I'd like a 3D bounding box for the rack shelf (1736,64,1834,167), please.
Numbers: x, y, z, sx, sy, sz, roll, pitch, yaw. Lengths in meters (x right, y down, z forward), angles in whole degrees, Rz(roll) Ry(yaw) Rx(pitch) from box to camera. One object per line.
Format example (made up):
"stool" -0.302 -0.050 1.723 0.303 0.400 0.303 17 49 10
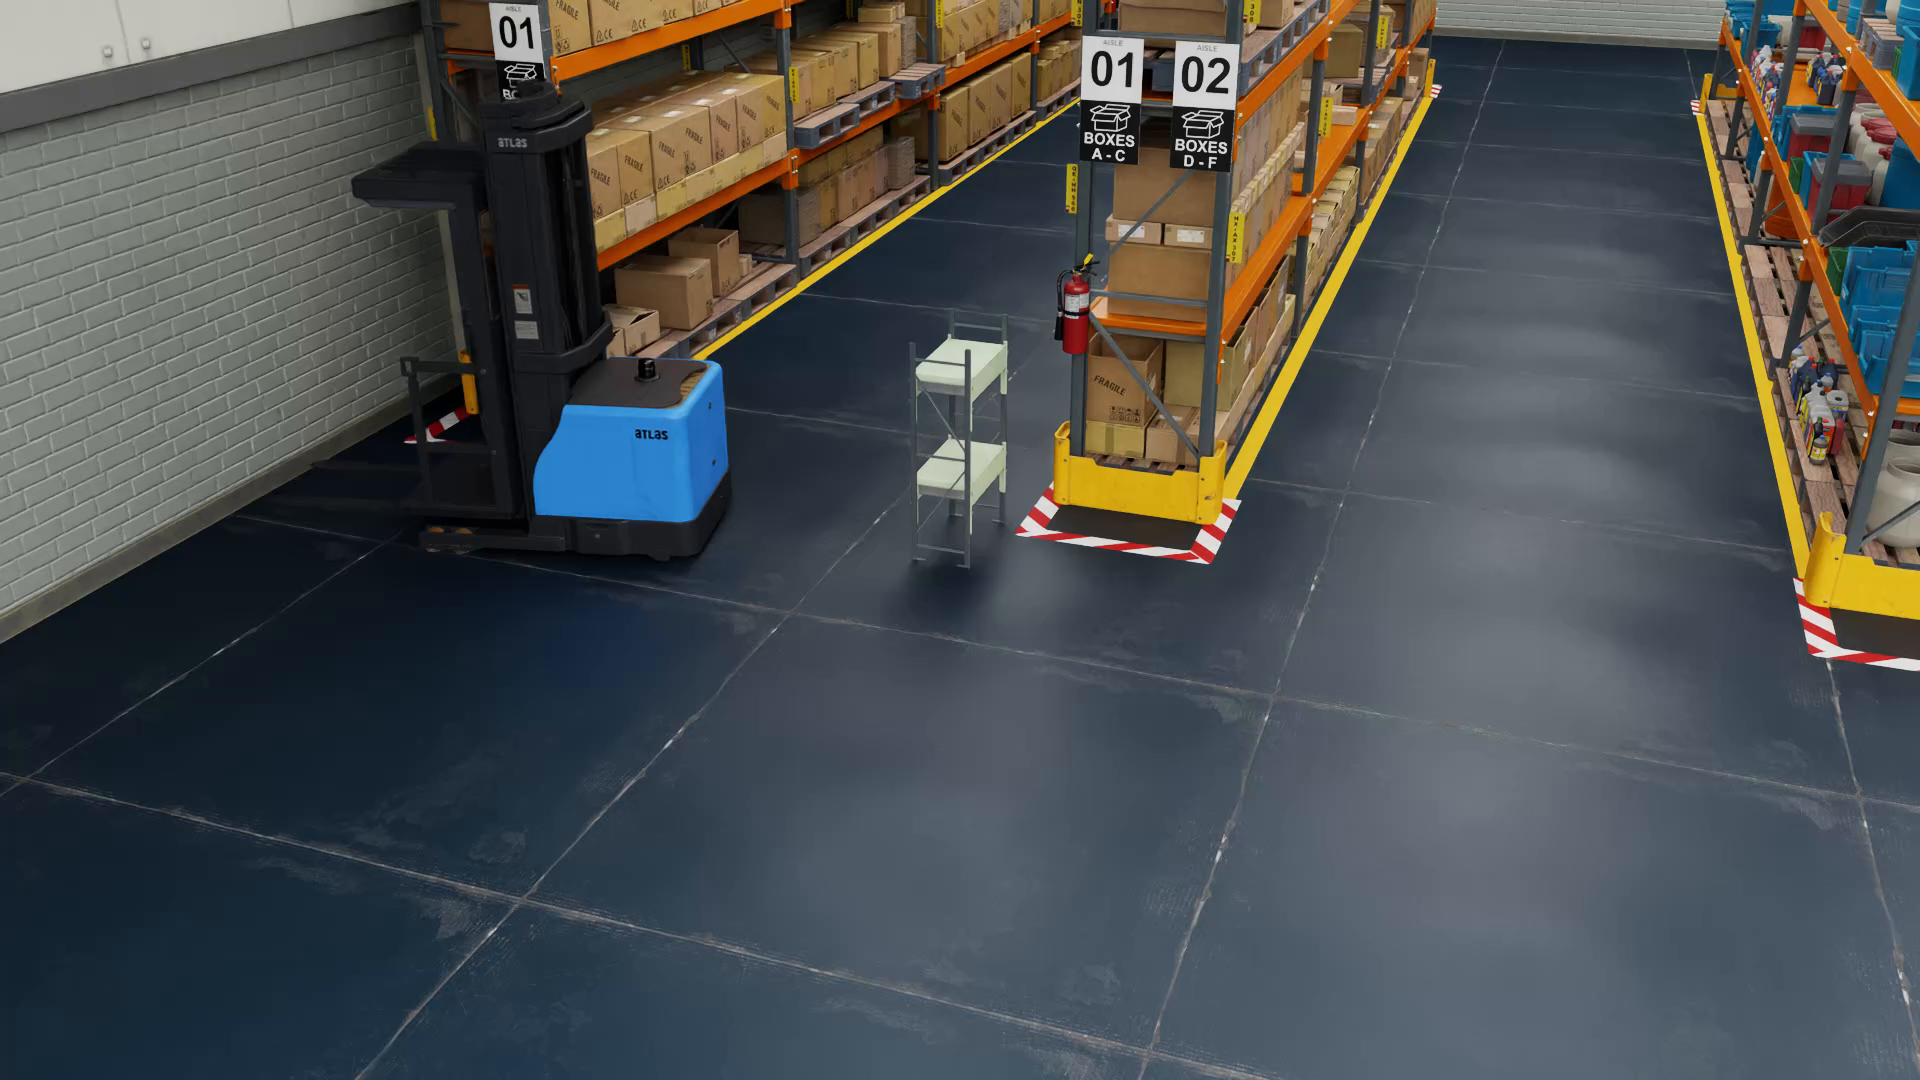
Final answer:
"rack shelf" 9.258 -4.678 18.295 1.077 0.370 4.000 9 27 17

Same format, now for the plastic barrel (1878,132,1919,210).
"plastic barrel" 7.675 -2.876 13.173 0.600 0.901 0.708 9 27 17

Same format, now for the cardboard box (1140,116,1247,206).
"cardboard box" 1.615 -2.670 11.718 0.700 0.500 0.500 8 27 16

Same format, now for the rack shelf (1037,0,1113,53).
"rack shelf" 1.247 -7.758 24.657 1.077 0.370 4.000 9 27 17

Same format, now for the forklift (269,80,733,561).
"forklift" -3.158 -1.450 10.882 3.031 2.935 1.130 3 26 7

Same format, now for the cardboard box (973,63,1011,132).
"cardboard box" 0.194 -5.830 21.834 0.750 0.750 0.750 10 27 19

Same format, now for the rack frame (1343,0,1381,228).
"rack frame" 3.922 -4.900 17.927 1.000 3.000 0.127 9 27 17

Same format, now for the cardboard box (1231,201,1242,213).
"cardboard box" 1.764 -2.290 11.679 0.380 0.149 0.250 9 27 18

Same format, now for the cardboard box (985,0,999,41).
"cardboard box" 0.168 -6.599 20.959 0.500 0.500 0.500 10 27 19

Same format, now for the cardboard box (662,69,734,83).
"cardboard box" -2.435 -4.089 15.541 0.500 0.500 0.500 8 27 16

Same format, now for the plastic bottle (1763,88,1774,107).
"plastic bottle" 8.684 -4.738 17.822 0.097 0.201 0.097 0 26 0

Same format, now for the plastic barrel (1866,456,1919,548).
"plastic barrel" 6.077 -0.243 10.683 0.421 0.512 0.421 0 26 0

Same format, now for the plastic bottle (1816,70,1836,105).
"plastic bottle" 9.371 -4.890 17.964 0.144 0.351 0.185 9 27 17

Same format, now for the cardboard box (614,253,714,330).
"cardboard box" -2.616 -2.202 14.718 0.700 0.500 0.500 7 27 14

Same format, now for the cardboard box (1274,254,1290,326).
"cardboard box" 2.466 -2.119 13.997 0.500 0.500 0.500 9 27 17

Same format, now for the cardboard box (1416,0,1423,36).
"cardboard box" 5.848 -6.969 22.087 0.500 0.500 0.500 9 27 18

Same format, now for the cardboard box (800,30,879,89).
"cardboard box" -1.291 -5.150 17.824 0.700 0.500 0.500 9 27 17

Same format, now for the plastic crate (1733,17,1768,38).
"plastic crate" 10.324 -6.701 21.771 0.416 0.233 0.300 9 27 17

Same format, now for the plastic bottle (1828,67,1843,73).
"plastic bottle" 9.763 -5.146 18.579 0.152 0.276 0.135 9 27 17

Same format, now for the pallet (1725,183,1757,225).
"pallet" 9.223 -3.754 18.762 1.003 0.211 1.213 9 27 17

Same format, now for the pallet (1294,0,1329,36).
"pallet" 2.332 -4.212 13.166 1.003 0.211 1.213 9 27 17

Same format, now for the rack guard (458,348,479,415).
"rack guard" -3.387 -1.235 13.227 1.175 0.500 0.348 9 27 17

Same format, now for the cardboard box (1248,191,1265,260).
"cardboard box" 1.940 -2.484 12.823 0.700 0.500 0.500 10 27 19

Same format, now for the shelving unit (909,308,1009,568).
"shelving unit" -0.002 -0.672 10.917 0.431 1.500 0.755 9 27 17

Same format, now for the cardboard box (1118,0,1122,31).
"cardboard box" 1.395 -3.658 11.451 0.500 0.250 0.500 9 27 17

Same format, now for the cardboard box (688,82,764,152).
"cardboard box" -2.108 -3.807 14.958 0.500 0.500 0.500 9 27 17

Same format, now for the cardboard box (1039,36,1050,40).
"cardboard box" 1.121 -7.413 24.760 0.380 0.149 0.250 8 27 17

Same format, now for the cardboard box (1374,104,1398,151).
"cardboard box" 5.187 -5.170 20.849 0.500 0.500 0.500 9 27 18

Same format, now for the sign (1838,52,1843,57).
"sign" 10.442 -5.867 19.609 0.100 0.325 0.005 9 27 17

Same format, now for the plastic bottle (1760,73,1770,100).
"plastic bottle" 8.811 -4.956 18.177 0.061 0.283 0.133 9 27 17

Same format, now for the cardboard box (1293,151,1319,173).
"cardboard box" 3.079 -3.477 15.278 0.380 0.149 0.250 9 27 17

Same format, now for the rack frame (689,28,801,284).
"rack frame" -2.081 -3.973 16.013 1.000 3.000 0.127 9 27 17

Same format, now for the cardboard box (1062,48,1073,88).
"cardboard box" 1.270 -7.033 24.720 0.700 0.500 0.500 9 27 19

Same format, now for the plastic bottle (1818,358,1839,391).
"plastic bottle" 6.737 -1.249 12.923 0.144 0.351 0.185 9 27 17

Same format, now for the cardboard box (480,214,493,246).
"cardboard box" -3.440 -2.490 13.101 0.500 0.250 0.500 9 27 18

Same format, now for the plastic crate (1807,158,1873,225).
"plastic crate" 7.134 -2.808 13.534 0.402 0.464 0.583 9 27 17

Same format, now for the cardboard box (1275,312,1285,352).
"cardboard box" 2.468 -1.781 14.159 0.500 0.250 0.500 9 27 17

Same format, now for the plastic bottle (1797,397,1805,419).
"plastic bottle" 6.422 -1.012 12.605 0.097 0.201 0.097 0 26 0

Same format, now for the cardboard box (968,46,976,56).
"cardboard box" -0.020 -6.147 20.769 0.380 0.149 0.250 9 27 18

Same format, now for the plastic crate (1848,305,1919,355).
"plastic crate" 6.036 -1.340 10.747 0.499 0.251 0.408 9 27 17

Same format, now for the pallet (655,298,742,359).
"pallet" -2.676 -1.933 15.001 1.003 0.211 1.213 9 27 17

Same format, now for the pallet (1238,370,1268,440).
"pallet" 1.883 -1.177 13.438 1.003 0.211 1.213 9 27 17

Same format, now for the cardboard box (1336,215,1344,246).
"cardboard box" 3.639 -3.181 17.051 0.500 0.250 0.500 9 27 19

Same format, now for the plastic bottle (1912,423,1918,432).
"plastic bottle" 7.076 -0.838 12.244 0.097 0.201 0.097 0 26 0

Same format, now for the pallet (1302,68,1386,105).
"pallet" 4.082 -5.102 18.565 1.213 0.211 1.003 9 27 17

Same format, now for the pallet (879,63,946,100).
"pallet" -0.887 -5.222 18.813 1.213 0.211 1.003 9 27 17

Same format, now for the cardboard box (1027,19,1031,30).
"cardboard box" 0.735 -6.976 22.481 0.380 0.149 0.250 9 27 18

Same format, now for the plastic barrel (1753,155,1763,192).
"plastic barrel" 9.218 -4.162 18.776 0.421 0.512 0.421 0 26 0

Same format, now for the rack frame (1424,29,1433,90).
"rack frame" 6.585 -8.187 24.717 1.000 3.000 0.127 9 27 17

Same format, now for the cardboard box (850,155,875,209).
"cardboard box" -1.360 -3.983 18.397 0.700 0.500 0.500 9 27 17

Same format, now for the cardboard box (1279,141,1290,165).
"cardboard box" 2.448 -3.133 13.419 0.380 0.149 0.250 9 27 17

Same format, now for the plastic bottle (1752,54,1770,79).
"plastic bottle" 9.288 -5.482 19.273 0.152 0.276 0.135 9 27 17

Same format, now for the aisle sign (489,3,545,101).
"aisle sign" -3.153 -3.426 11.900 0.394 0.787 0.004 9 27 17

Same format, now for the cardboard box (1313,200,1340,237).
"cardboard box" 3.474 -3.225 16.499 0.500 0.311 0.500 10 27 19

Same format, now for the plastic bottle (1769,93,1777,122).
"plastic bottle" 8.401 -4.450 17.133 0.061 0.283 0.133 9 27 17

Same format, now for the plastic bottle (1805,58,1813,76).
"plastic bottle" 9.973 -5.536 19.469 0.097 0.201 0.097 0 26 0

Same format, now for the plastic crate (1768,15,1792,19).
"plastic crate" 11.154 -7.014 22.529 0.396 0.136 0.243 9 27 17
